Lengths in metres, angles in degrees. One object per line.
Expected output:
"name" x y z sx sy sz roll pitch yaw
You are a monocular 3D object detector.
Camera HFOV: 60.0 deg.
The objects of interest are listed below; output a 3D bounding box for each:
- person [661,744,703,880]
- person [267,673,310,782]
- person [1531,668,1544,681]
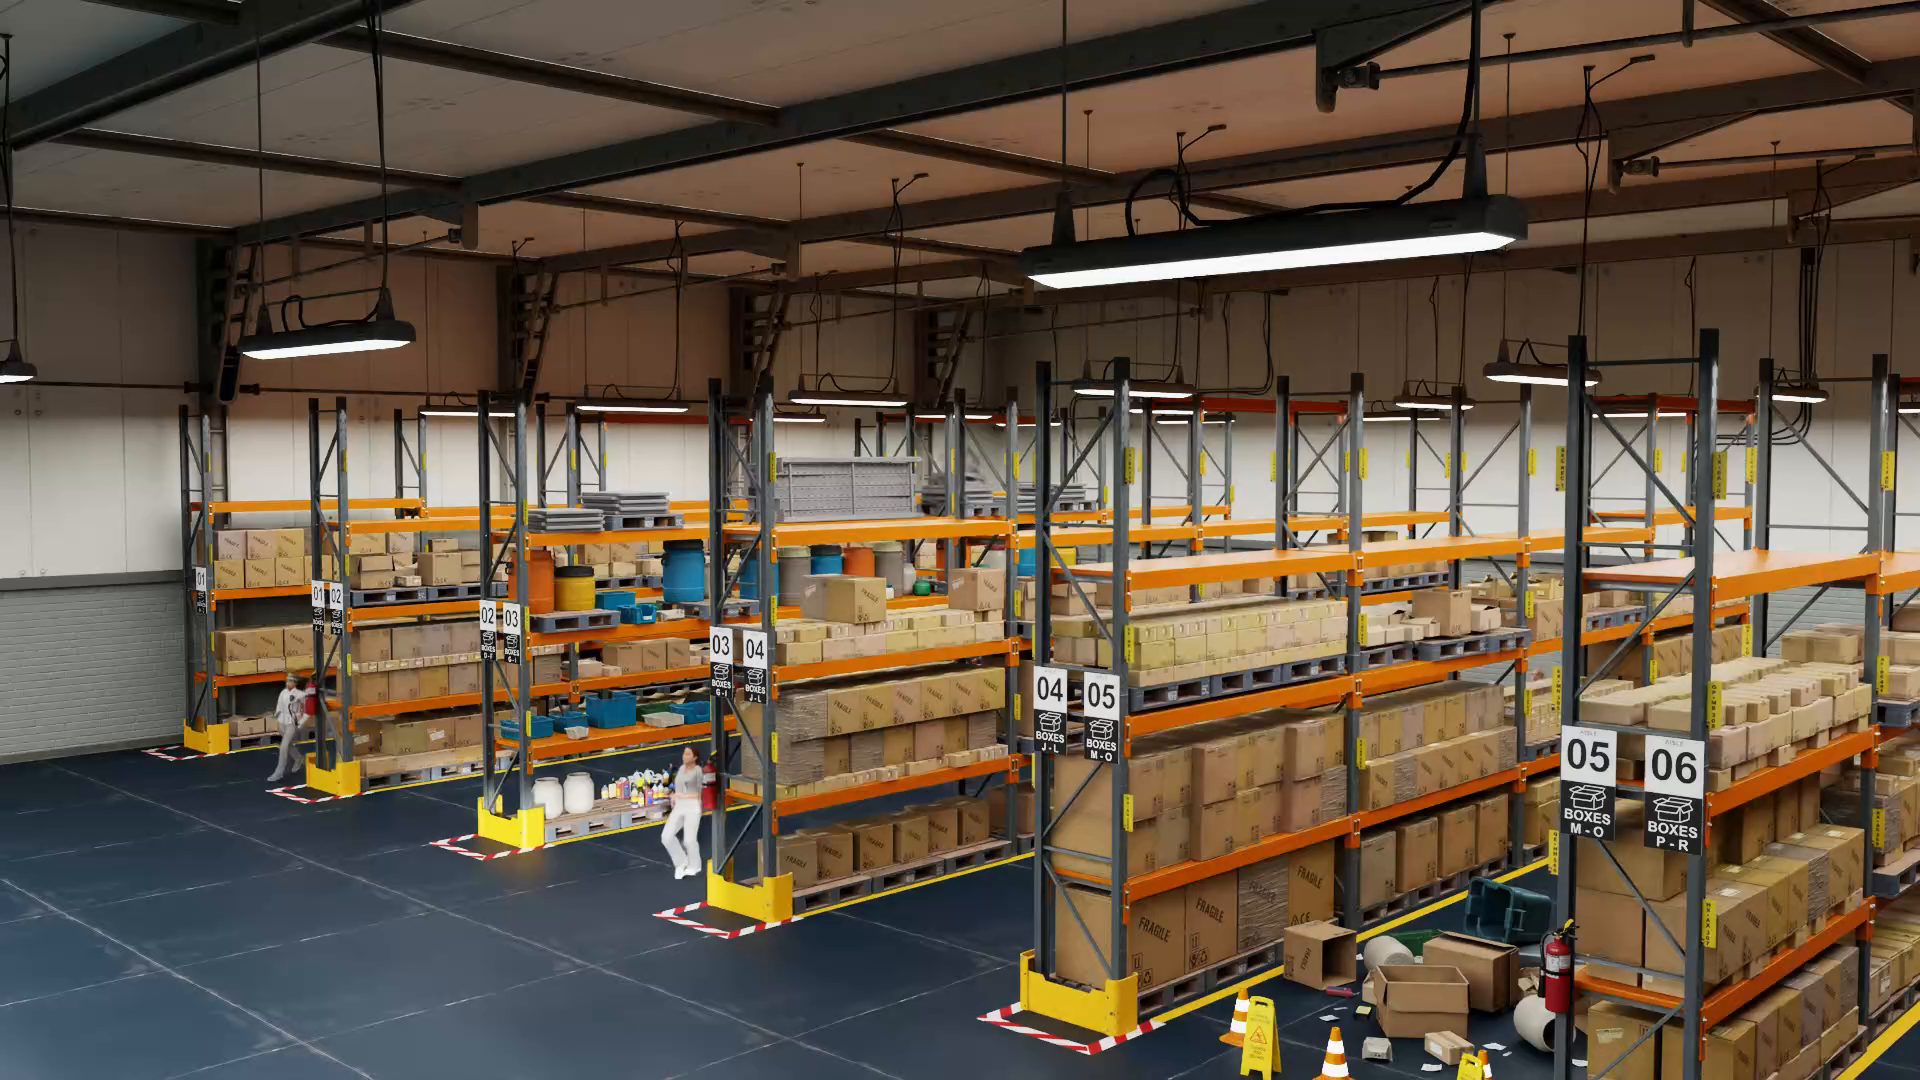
"person" -3.286 3.281 20.065 0.554 1.648 0.628 1 3 25
"person" -10.565 2.920 26.303 0.655 1.684 0.861 1 3 25
"person" 9.121 2.916 26.240 0.745 1.801 0.726 -3 4 -41
